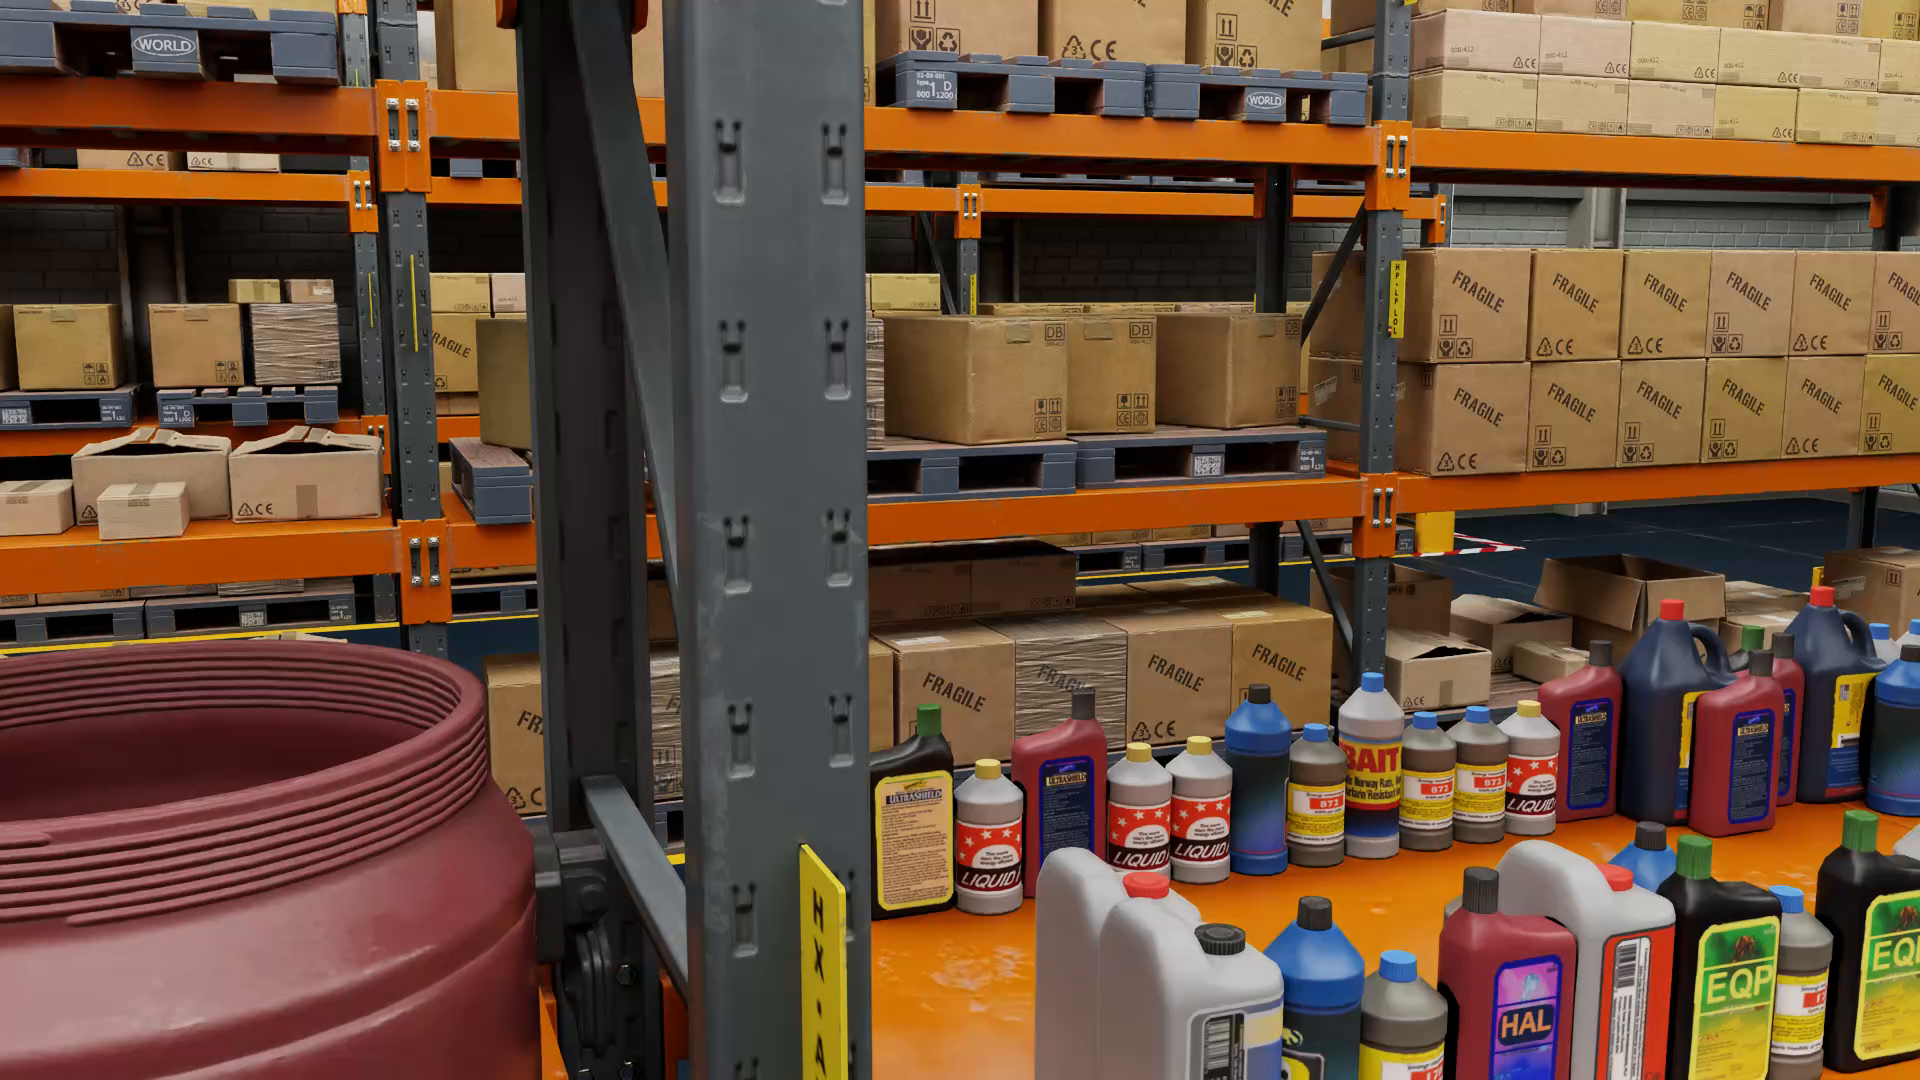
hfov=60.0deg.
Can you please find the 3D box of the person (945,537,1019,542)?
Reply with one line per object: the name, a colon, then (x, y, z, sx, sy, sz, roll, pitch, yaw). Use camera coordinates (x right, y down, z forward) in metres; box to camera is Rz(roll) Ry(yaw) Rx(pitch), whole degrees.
person: (0.116, -0.179, 9.559, 0.587, 1.726, 0.388, -3, 9, -21)
